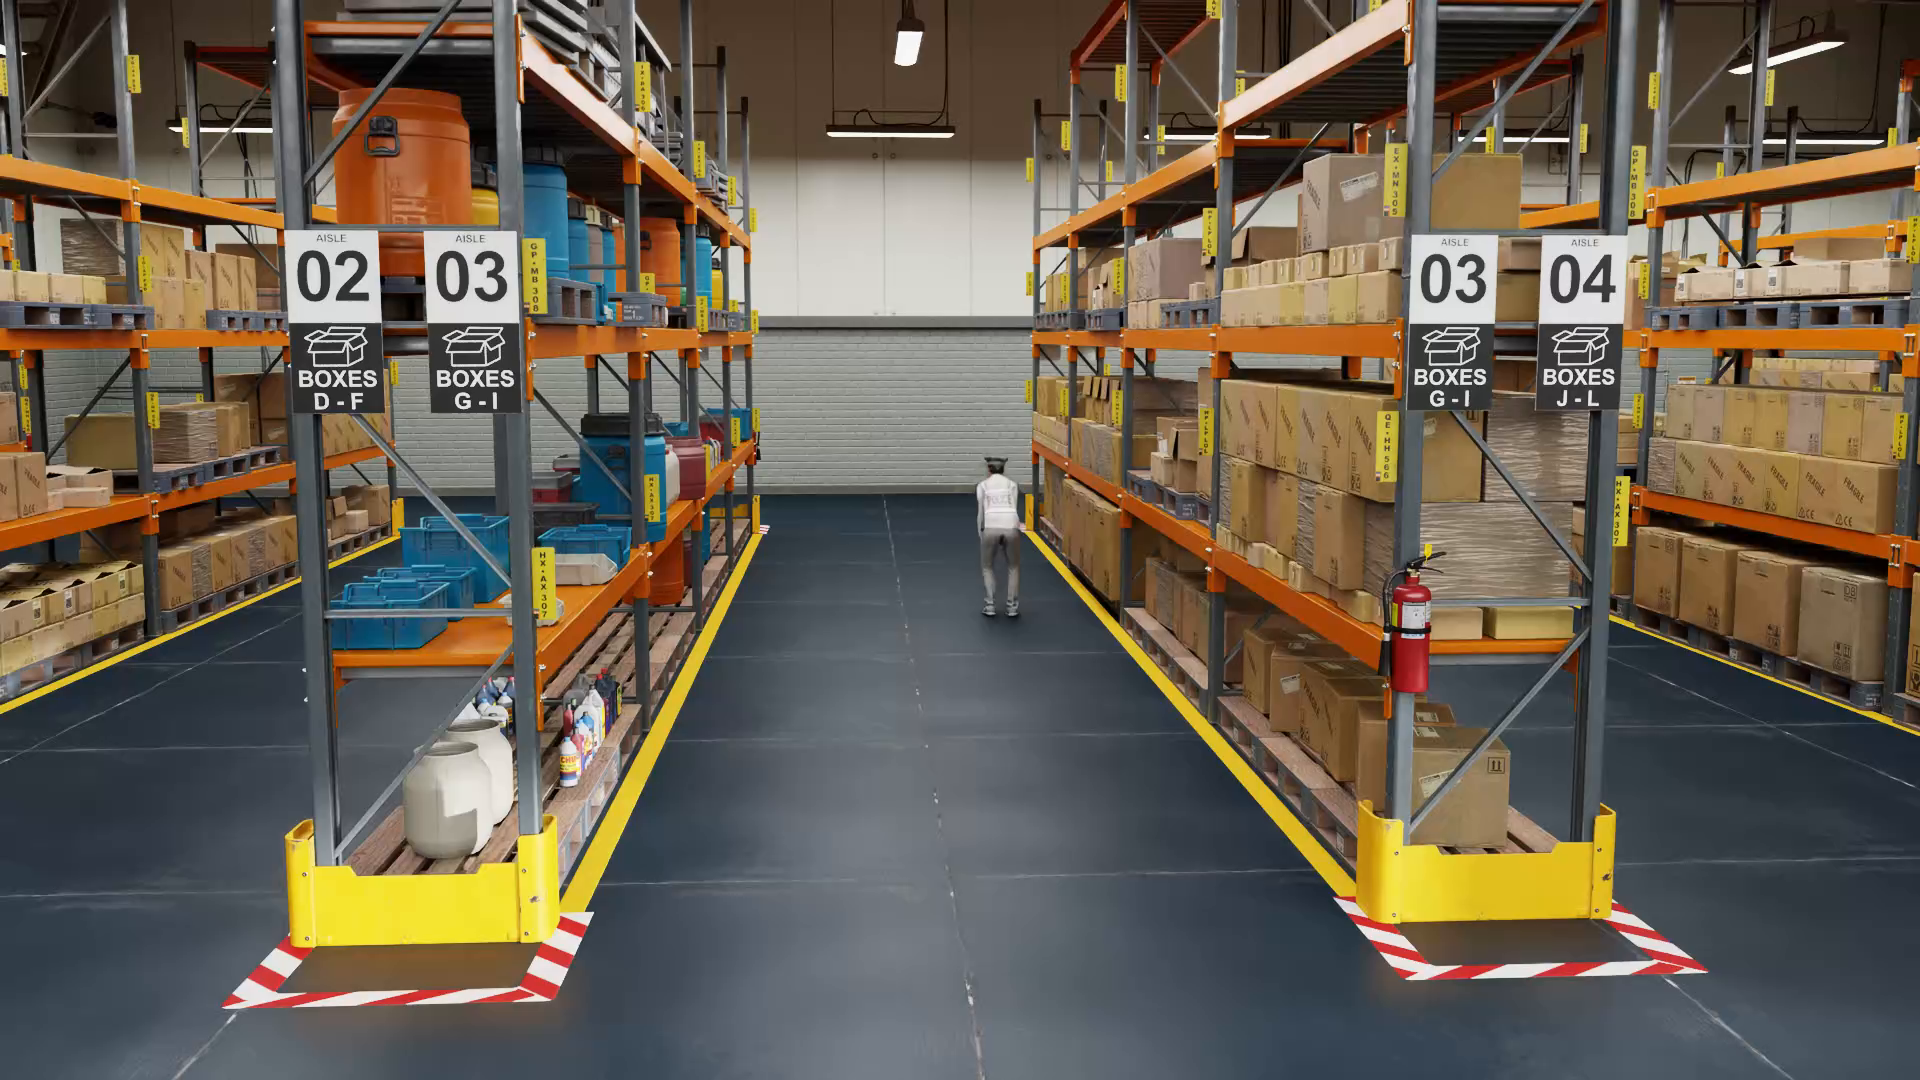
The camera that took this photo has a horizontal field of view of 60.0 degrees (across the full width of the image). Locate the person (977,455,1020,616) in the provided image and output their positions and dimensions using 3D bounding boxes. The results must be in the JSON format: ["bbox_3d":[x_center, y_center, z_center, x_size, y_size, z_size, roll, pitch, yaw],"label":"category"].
[{"bbox_3d":[0.377,-0.043,16.468,0.413,1.584,0.588,-1,7,-5],"label":"person"}]
